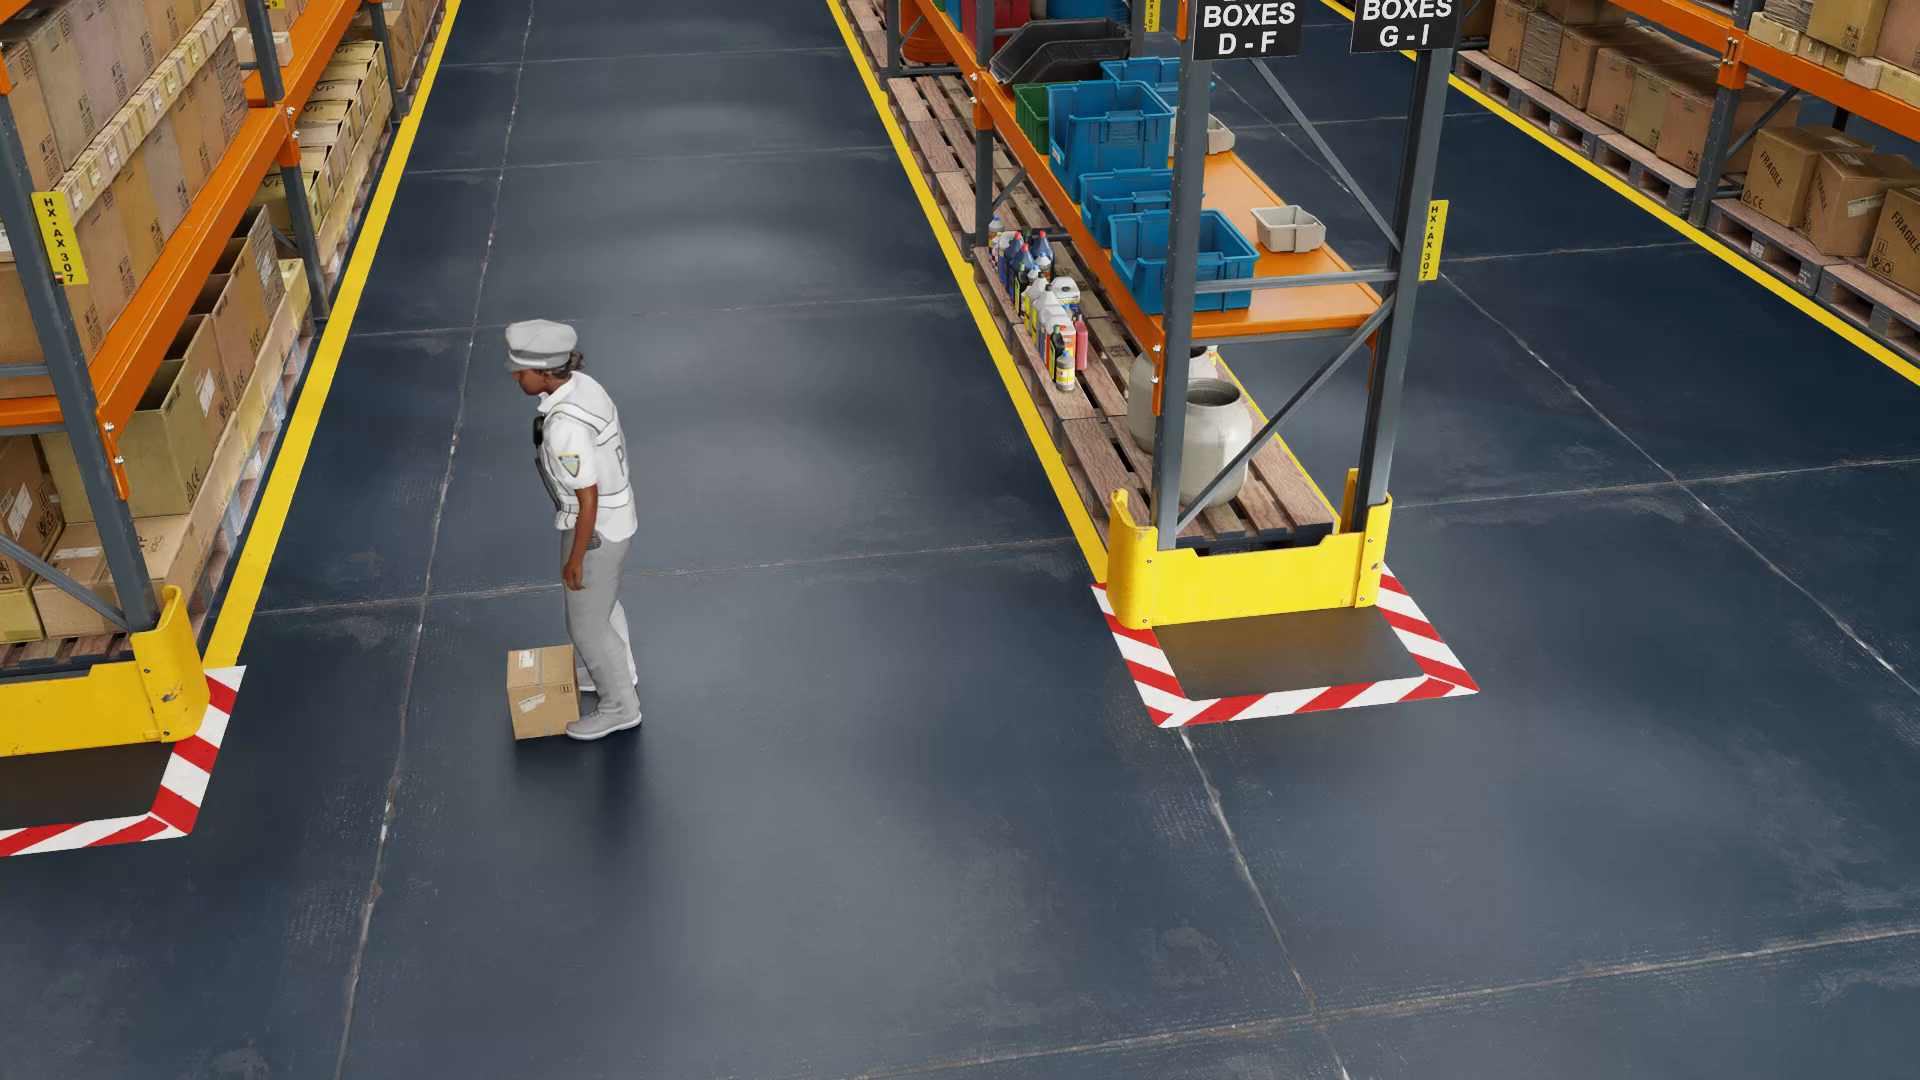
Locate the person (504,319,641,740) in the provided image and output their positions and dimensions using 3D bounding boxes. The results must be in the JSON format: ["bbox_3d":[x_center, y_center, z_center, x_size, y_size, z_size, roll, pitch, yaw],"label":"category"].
[{"bbox_3d":[-1.398,-0.039,6.198,0.392,1.659,0.505,-5,31,-8],"label":"person"}]
